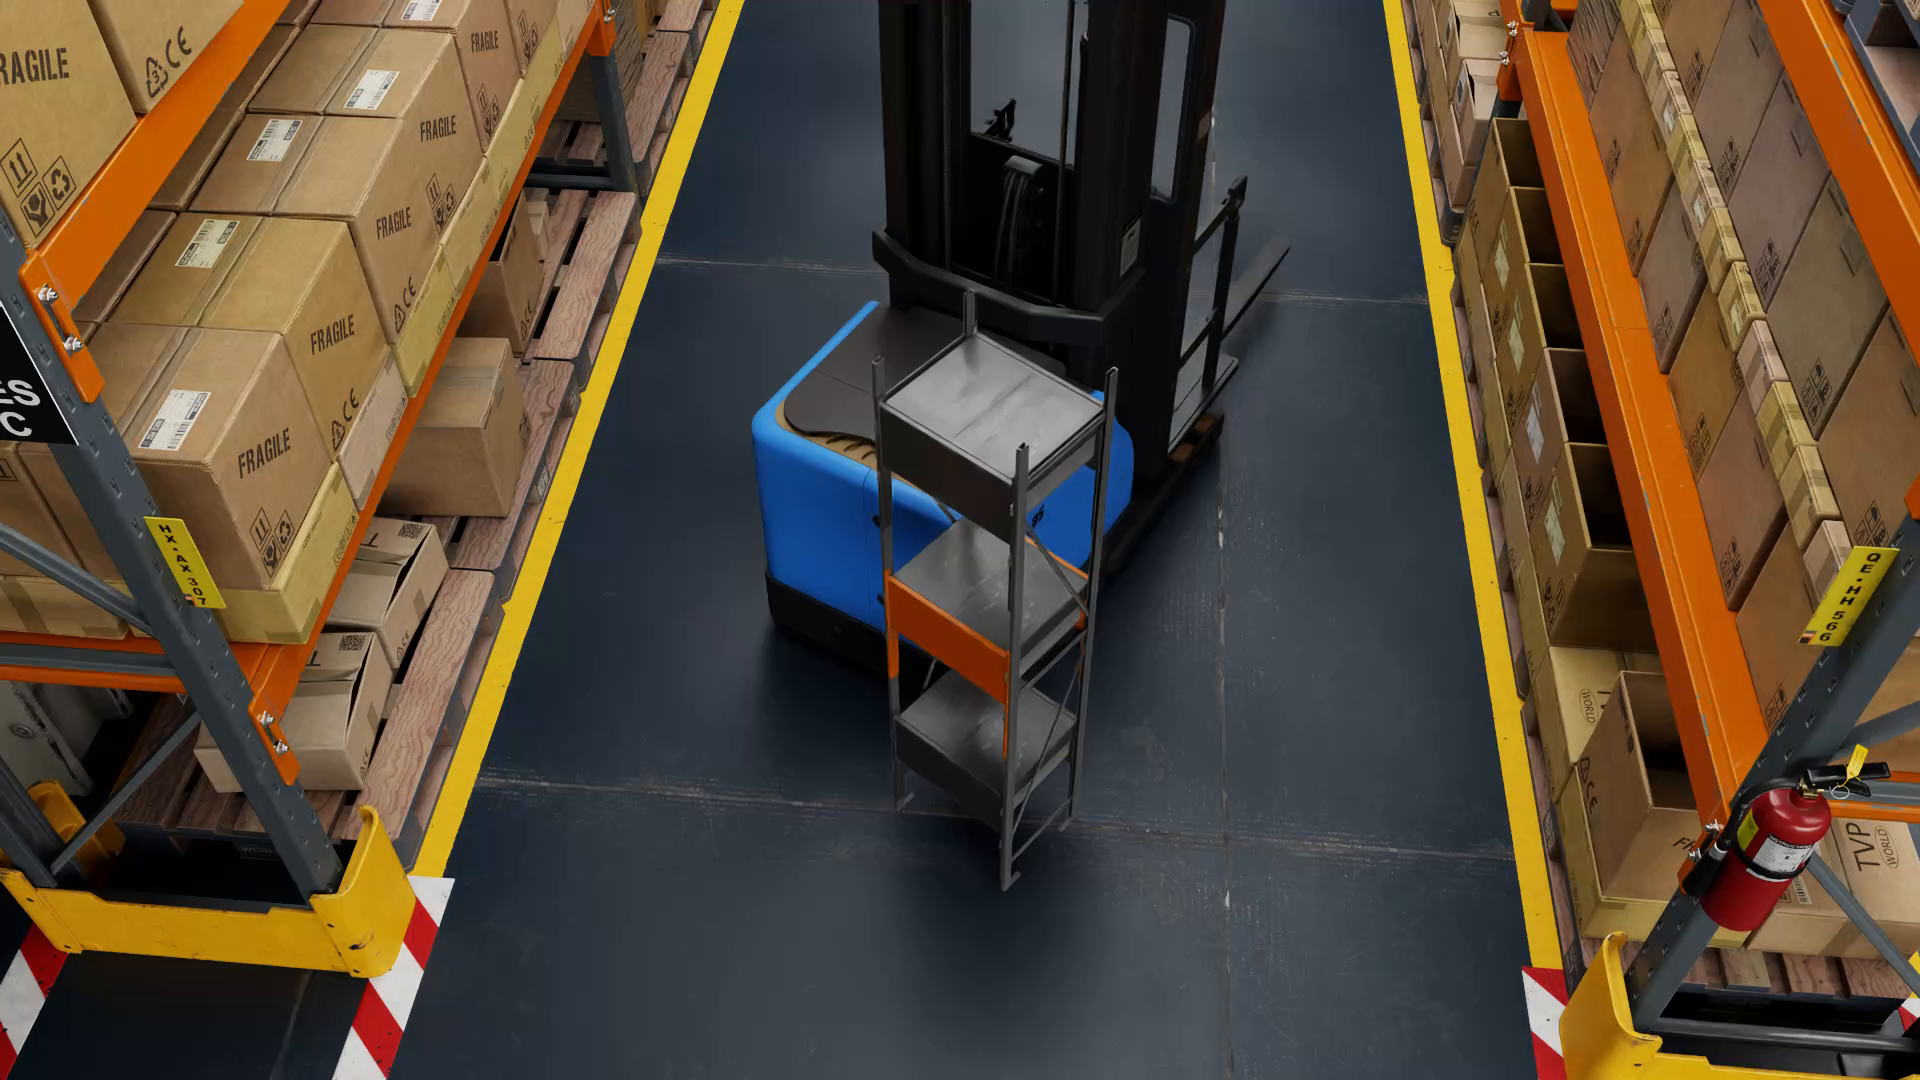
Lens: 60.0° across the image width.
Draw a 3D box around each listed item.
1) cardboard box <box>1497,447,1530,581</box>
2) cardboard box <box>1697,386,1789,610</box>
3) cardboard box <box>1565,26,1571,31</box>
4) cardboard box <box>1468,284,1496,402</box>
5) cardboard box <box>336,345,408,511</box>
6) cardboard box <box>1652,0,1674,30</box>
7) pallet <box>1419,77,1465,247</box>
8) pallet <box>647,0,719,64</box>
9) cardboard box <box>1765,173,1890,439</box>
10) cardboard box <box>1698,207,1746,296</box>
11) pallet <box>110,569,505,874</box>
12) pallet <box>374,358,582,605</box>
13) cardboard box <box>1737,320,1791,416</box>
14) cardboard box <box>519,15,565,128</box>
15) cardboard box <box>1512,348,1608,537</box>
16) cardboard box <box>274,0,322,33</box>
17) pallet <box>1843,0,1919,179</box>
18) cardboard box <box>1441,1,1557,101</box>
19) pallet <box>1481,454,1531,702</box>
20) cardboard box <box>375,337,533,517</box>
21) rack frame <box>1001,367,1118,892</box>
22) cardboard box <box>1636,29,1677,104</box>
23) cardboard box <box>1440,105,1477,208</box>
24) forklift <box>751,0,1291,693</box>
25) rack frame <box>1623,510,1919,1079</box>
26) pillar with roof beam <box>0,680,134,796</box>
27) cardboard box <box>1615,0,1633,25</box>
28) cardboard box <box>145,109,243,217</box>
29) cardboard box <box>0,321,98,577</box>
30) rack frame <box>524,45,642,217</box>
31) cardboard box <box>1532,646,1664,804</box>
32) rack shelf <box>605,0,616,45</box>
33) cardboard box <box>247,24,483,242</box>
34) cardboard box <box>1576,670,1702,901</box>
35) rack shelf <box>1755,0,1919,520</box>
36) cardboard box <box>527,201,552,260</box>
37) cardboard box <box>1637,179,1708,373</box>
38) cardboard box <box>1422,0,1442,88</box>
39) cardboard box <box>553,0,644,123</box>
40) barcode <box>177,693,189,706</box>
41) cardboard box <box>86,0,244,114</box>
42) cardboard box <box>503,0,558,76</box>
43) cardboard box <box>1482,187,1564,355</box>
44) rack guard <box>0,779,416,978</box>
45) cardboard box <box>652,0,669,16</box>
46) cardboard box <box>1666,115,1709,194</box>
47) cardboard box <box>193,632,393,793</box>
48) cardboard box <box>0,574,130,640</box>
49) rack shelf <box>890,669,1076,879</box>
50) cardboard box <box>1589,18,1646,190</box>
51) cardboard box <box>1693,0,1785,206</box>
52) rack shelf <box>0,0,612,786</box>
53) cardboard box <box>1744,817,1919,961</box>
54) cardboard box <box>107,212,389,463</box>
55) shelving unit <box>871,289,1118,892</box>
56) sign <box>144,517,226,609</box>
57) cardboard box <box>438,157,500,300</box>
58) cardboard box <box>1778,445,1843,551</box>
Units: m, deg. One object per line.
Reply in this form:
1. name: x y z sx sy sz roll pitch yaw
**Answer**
1. cardboard box: 2.372 -0.086 6.375 0.500 0.250 0.500 4 48 4
2. cardboard box: 2.591 -0.117 4.757 0.700 0.500 0.500 5 48 5
3. cardboard box: 3.194 -2.352 8.067 0.500 0.311 0.500 3 48 3
4. cardboard box: 2.462 -0.821 7.047 0.500 0.250 0.500 4 48 4
5. cardboard box: -2.047 -0.362 5.136 0.500 0.250 0.500 3 48 2
6. cardboard box: 2.778 -2.068 5.662 0.700 0.500 0.500 4 48 3
7. pallet: 2.885 -1.898 8.342 1.003 0.211 1.213 4 48 4
8. pallet: -1.898 -3.155 9.493 1.003 0.211 1.213 4 48 4
9. cardboard box: 2.595 -0.595 4.314 0.700 0.500 0.500 3 48 3
10. cardboard box: 2.454 -0.853 4.990 0.380 0.149 0.250 5 48 5
11. pallet: -2.325 0.605 6.054 1.003 0.211 1.213 4 48 4
12. pallet: -2.211 -0.289 6.871 1.003 0.211 1.213 4 48 4
13. cardboard box: 2.408 -0.467 4.637 0.380 0.149 0.250 4 48 4
14. cardboard box: -1.871 -1.847 6.495 0.500 0.250 0.500 4 48 4
15. cardboard box: 2.368 -0.339 6.098 0.500 0.500 0.500 4 48 4
16. cardboard box: -2.429 -1.757 5.904 0.500 0.500 0.500 5 48 5
17. pallet: 2.583 -0.856 3.527 1.003 0.211 1.213 4 48 4
18. cardboard box: 2.650 -2.397 8.109 0.500 0.311 0.500 5 48 5
19. pallet: 2.634 0.127 6.491 1.003 0.211 1.213 4 48 4
20. cardboard box: -2.120 -0.448 6.522 0.700 0.500 0.500 1 48 1
21. rack frame: 0.275 0.373 4.986 0.015 2.100 0.400 32 55 26
22. cardboard box: 2.548 -1.612 5.684 0.380 0.149 0.250 2 48 2
23. cardboard box: 2.606 -1.833 7.972 0.500 0.250 0.500 3 48 3
24. forklift: 0.463 -1.411 6.055 1.130 2.935 3.031 24 52 21
25. rack frame: 2.492 0.645 4.128 1.000 3.000 0.127 4 48 4
26. pillar with roof beam: 1.049 -1.993 2.475 9.100 9.000 0.400 4 48 4
27. cardboard box: 2.595 -1.989 6.029 0.380 0.149 0.250 3 48 3
28. cardboard box: -2.511 -1.005 5.216 0.500 0.500 0.500 3 48 2
29. cardboard box: -2.610 -0.256 4.531 0.500 0.500 0.500 3 48 3
30. rack frame: -2.076 -2.625 7.118 1.000 3.000 0.127 4 48 4
31. cardboard box: 2.281 0.649 5.703 0.500 0.250 0.500 4 48 4
32. rack shelf: -1.894 -3.852 8.728 1.077 0.370 4.000 4 48 4
33. cardboard box: -1.955 -1.347 5.529 0.500 0.500 0.500 5 48 5
34. cardboard box: 2.245 0.764 5.089 0.500 0.500 0.500 4 48 4
35. rack shelf: 2.675 -1.595 4.630 1.077 0.370 4.000 4 48 4
36. cardboard box: -2.095 -1.422 7.640 0.380 0.166 0.250 -2 48 -2
37. cardboard box: 2.686 -0.869 5.444 0.700 0.500 0.500 5 48 5
38. cardboard box: 2.700 -2.580 8.656 0.500 0.250 0.500 5 48 4
39. cardboard box: -2.026 -2.472 8.374 0.700 0.500 0.500 5 48 5
40. barcode: -2.685 0.528 5.752 0.001 0.075 0.075 4 48 4
41. cardboard box: -2.077 -1.360 3.847 0.500 0.500 0.500 7 48 6
42. cardboard box: -1.851 -2.099 6.217 0.500 0.500 0.500 4 48 3
43. cardboard box: 2.465 -1.074 6.770 0.500 0.500 0.500 4 48 4
44. rack guard: -2.434 1.102 5.403 1.175 0.500 0.348 4 48 4
45. cardboard box: -1.942 -3.227 9.065 0.700 0.500 0.500 4 48 4
46. cardboard box: 2.502 -1.224 5.330 0.380 0.149 0.250 4 48 3
47. cardboard box: -2.288 0.571 5.719 0.500 0.311 0.500 -1 48 -1
48. cardboard box: -2.591 0.002 4.804 0.500 0.250 0.500 4 48 4
49. rack shelf: 0.090 0.737 5.620 0.480 0.518 0.431 32 55 26
50. cardboard box: 2.781 -1.614 6.126 0.700 0.500 0.500 3 48 3
51. cardboard box: 2.686 -1.333 4.990 0.700 0.500 0.500 4 48 4
52. rack shelf: -2.259 -0.913 6.039 1.077 0.370 4.000 4 48 4
53. cardboard box: 2.763 1.052 5.334 0.500 0.250 0.500 4 48 4
54. cardboard box: -2.043 -0.588 4.835 0.500 0.500 0.500 4 48 4
55. shelving unit: 0.090 0.256 5.093 0.503 2.100 0.431 32 55 26
56. sign: -1.901 0.058 4.077 0.100 0.325 0.005 4 48 4
57. cardboard box: -1.947 -1.107 5.818 0.500 0.250 0.500 4 48 4
58. cardboard box: 2.360 -0.094 4.296 0.380 0.149 0.250 5 48 5
